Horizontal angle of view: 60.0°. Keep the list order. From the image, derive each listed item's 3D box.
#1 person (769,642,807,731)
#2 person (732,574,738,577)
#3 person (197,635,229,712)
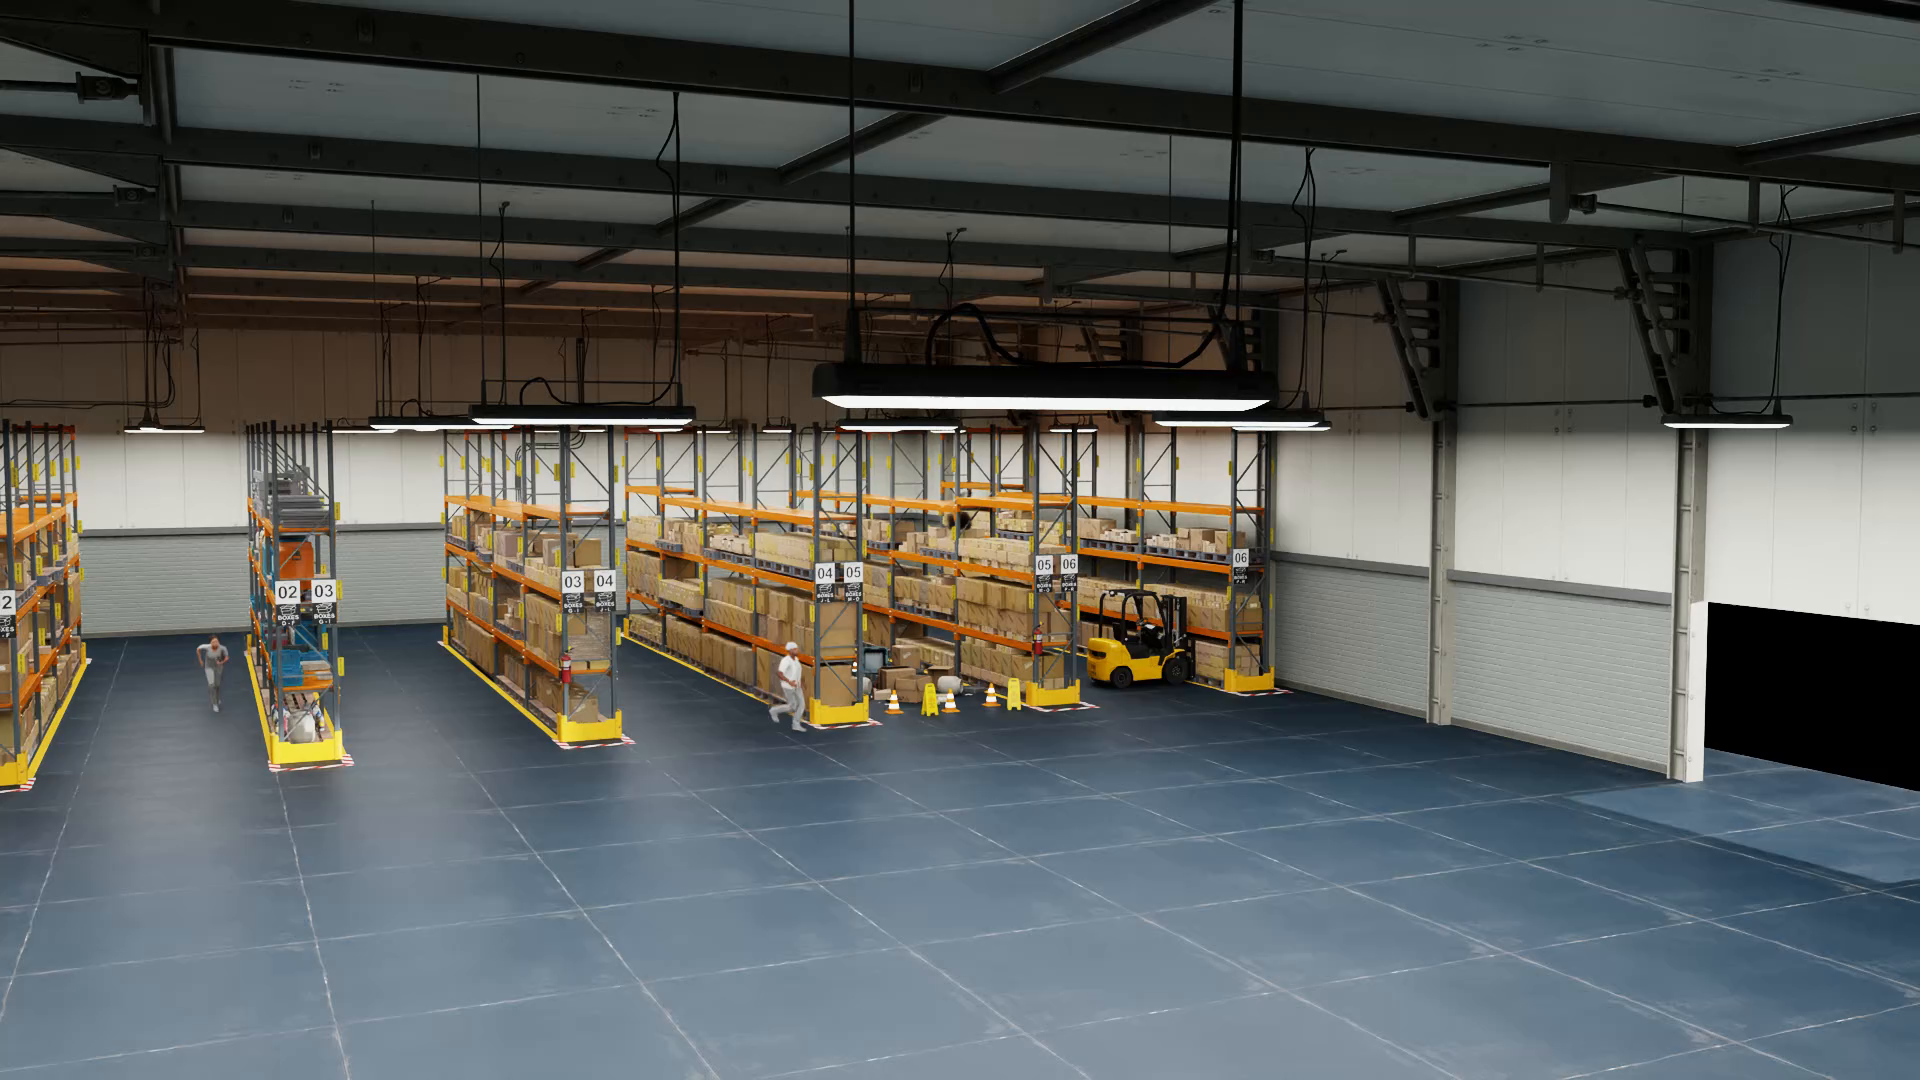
[{"bbox_3d":[-3.329,2.848,32.370,0.787,1.736,0.714,1,4,22],"label":"person"},{"bbox_3d":[-6.283,1.854,47.869,0.909,1.767,0.666,2,4,25],"label":"person"},{"bbox_3d":[-15.683,2.770,34.939,0.612,1.628,0.947,-2,4,-25],"label":"person"}]
